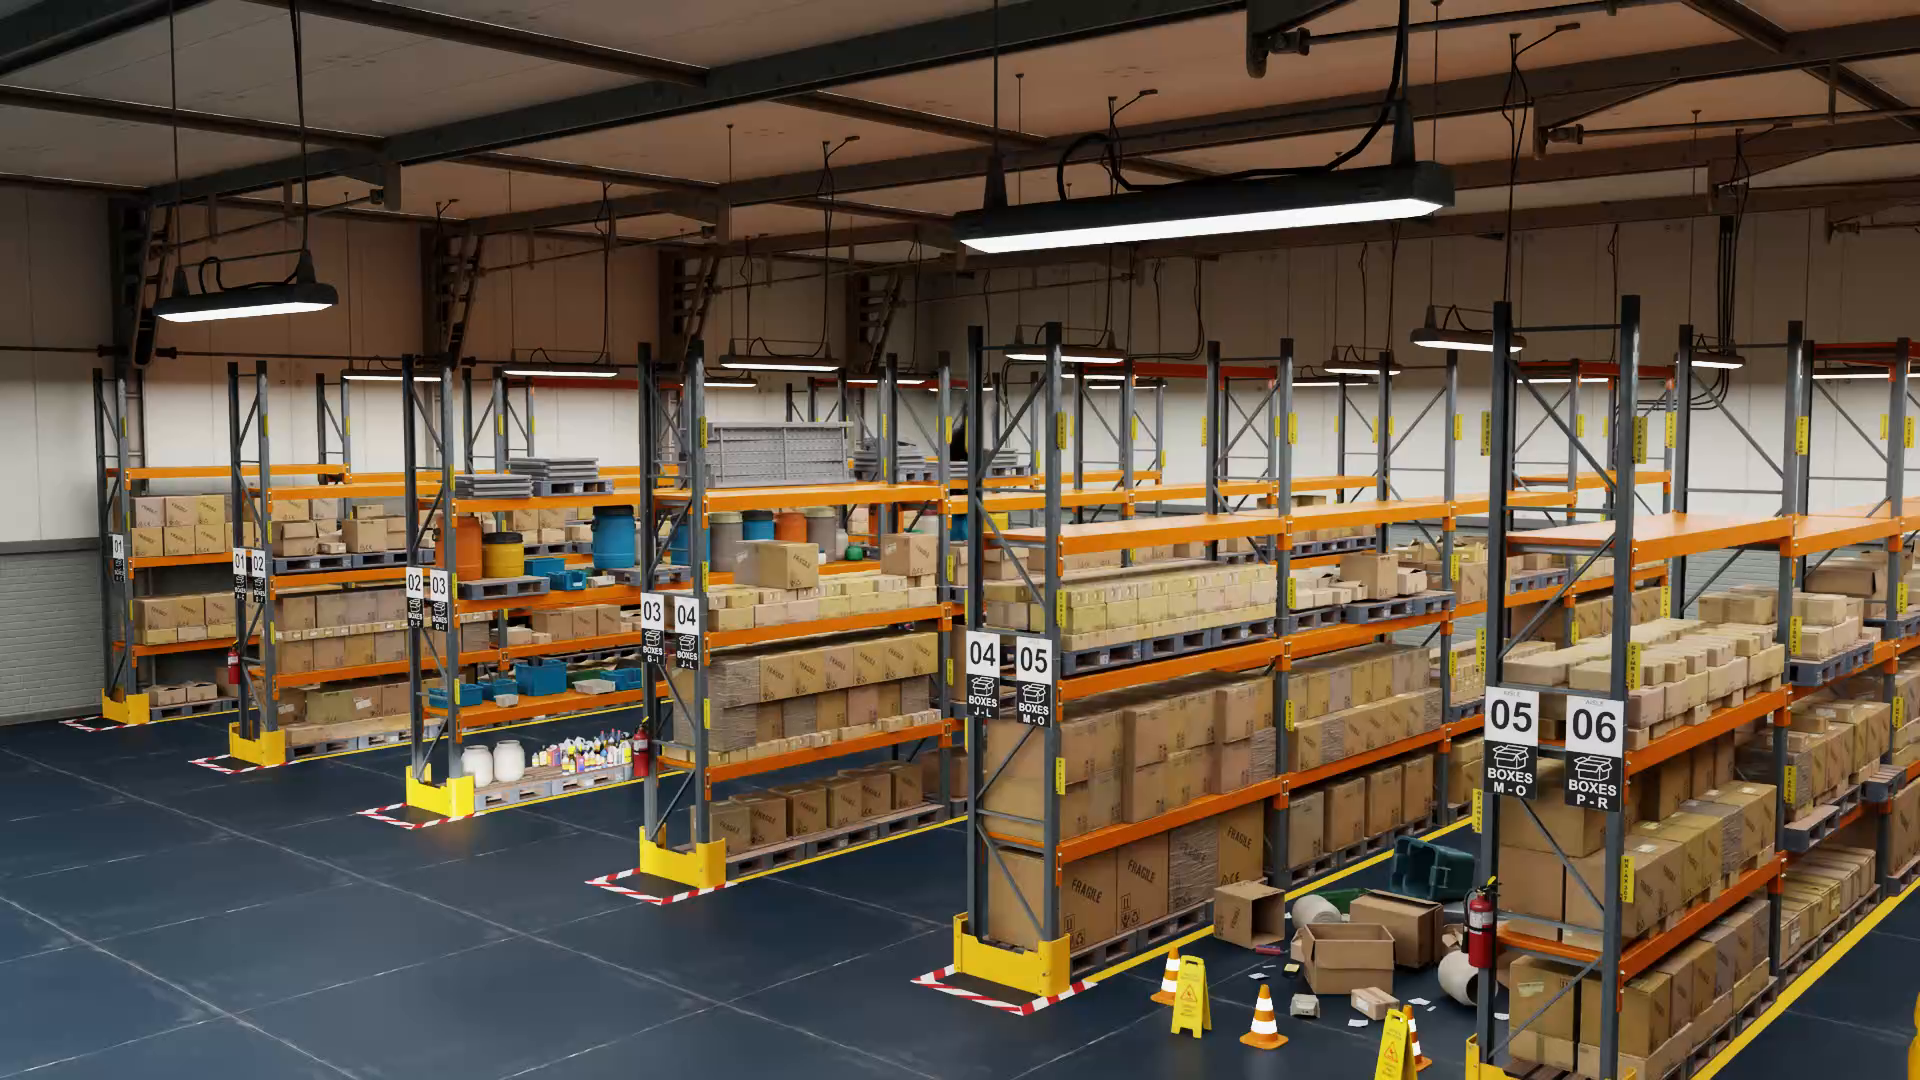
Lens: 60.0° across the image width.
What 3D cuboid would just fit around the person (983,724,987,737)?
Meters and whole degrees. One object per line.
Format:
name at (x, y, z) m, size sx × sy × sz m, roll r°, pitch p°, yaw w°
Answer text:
person at (0.311, 2.373, 26.836) m, size 0.605 × 1.647 × 0.538 m, roll 3°, pitch 5°, yaw 34°

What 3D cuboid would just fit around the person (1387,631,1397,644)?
person at (8.204, 1.978, 32.259) m, size 0.561 × 1.725 × 0.821 m, roll -2°, pitch 5°, yaw -27°
